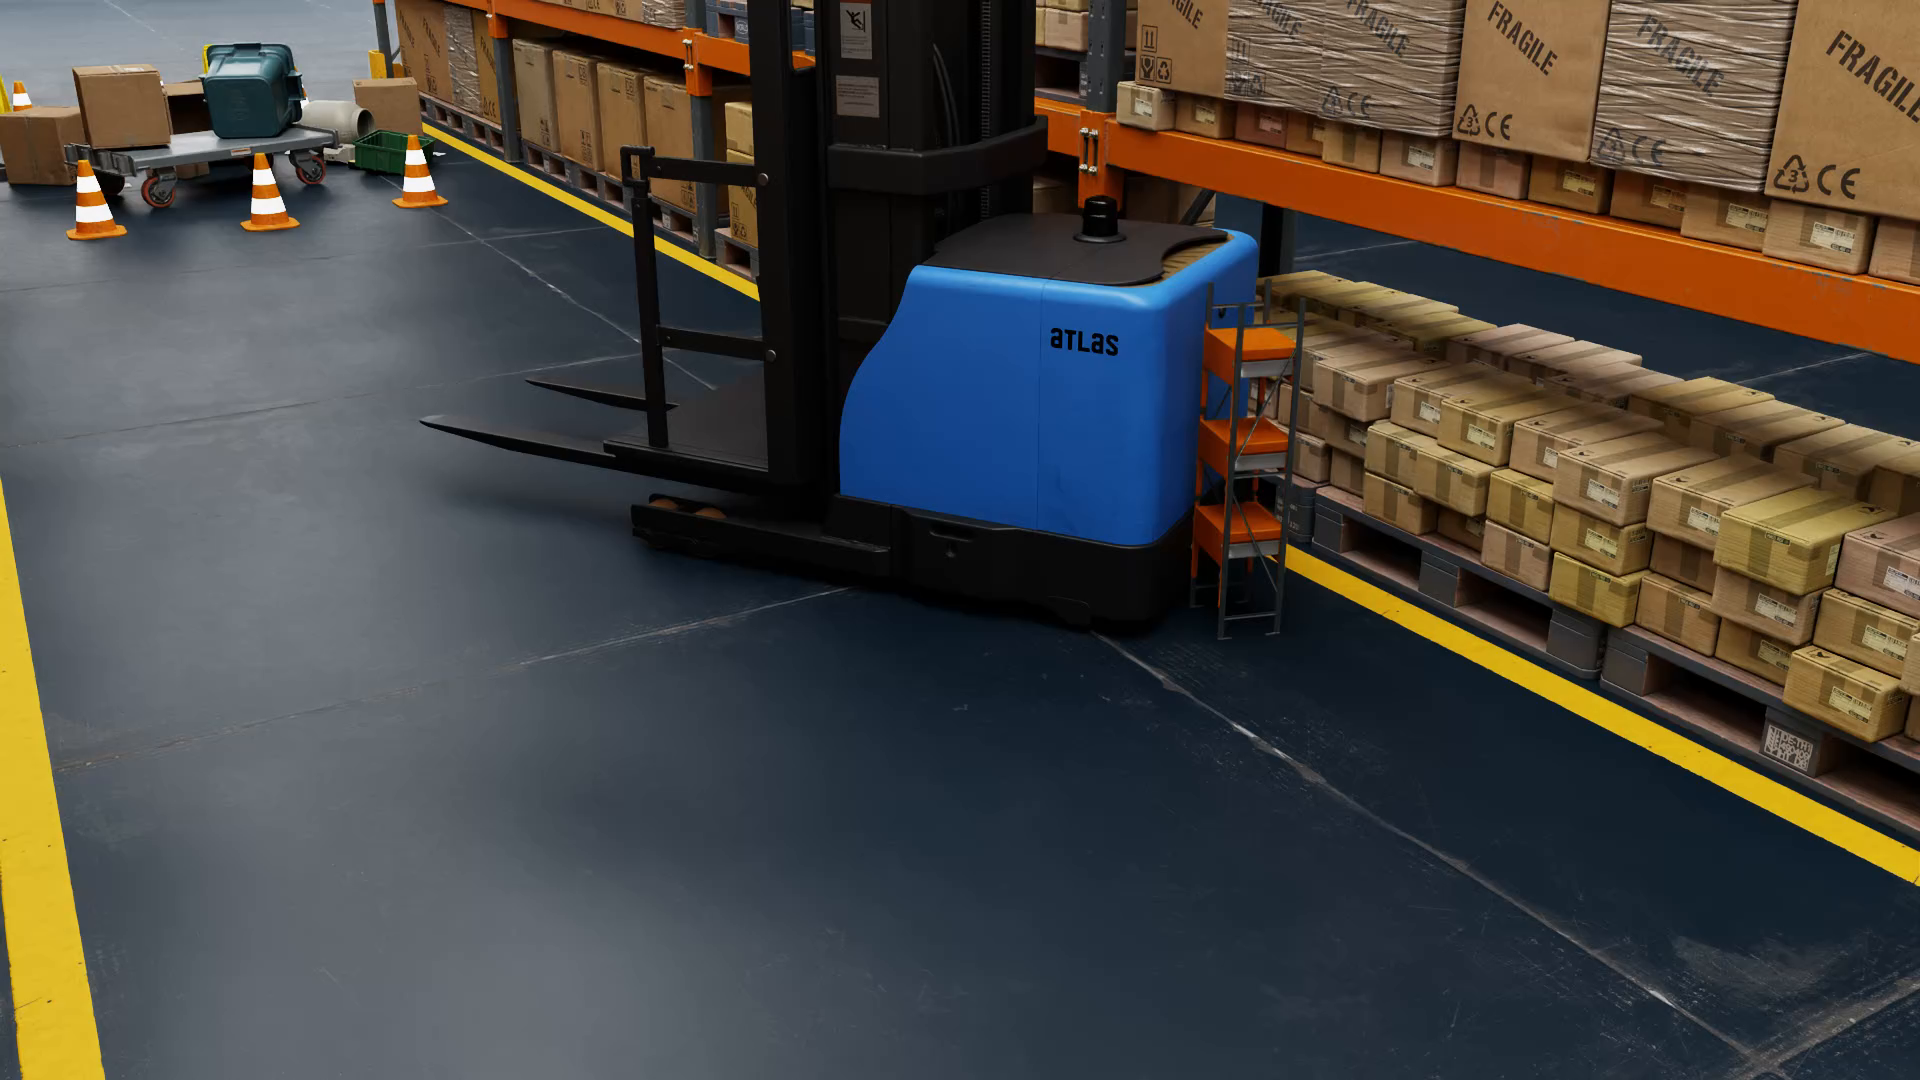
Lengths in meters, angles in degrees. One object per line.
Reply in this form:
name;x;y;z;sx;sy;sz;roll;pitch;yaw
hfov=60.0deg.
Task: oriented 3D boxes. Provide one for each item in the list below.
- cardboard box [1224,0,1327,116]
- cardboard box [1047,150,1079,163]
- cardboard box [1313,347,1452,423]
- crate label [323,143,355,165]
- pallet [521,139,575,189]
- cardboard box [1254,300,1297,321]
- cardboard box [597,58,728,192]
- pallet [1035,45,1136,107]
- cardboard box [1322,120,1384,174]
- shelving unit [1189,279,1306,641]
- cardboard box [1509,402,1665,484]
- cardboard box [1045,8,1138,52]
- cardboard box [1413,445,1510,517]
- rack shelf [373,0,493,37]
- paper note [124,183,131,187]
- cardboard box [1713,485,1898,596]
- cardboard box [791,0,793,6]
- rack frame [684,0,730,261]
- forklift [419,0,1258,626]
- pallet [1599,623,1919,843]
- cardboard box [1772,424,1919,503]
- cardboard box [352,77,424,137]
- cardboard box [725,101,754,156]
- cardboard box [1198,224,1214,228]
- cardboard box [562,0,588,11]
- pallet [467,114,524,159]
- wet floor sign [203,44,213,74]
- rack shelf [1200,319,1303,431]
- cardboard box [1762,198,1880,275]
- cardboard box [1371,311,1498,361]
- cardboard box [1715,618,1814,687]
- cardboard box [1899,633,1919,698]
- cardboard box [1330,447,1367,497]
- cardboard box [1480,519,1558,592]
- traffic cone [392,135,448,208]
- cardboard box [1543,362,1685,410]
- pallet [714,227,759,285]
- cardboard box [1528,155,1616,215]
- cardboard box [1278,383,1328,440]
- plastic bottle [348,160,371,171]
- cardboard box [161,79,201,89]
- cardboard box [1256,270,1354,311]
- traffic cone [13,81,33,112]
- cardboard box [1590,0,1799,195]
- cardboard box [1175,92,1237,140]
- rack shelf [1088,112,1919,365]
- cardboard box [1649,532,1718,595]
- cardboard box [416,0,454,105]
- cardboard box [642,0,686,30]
cardboard box;1.232;-1.691;5.460;0.500;0.500;0.500;-13;25;-28
cardboard box;0.513;-1.720;7.826;0.500;0.250;0.500;-12;25;-27
cardboard box;1.409;-0.521;5.549;0.380;0.149;0.250;-12;25;-27
crate label;-4.868;-3.046;13.124;0.250;0.136;0.298;8;23;18
pallet;-2.691;-2.937;12.757;1.003;0.211;1.213;-13;25;-28
cardboard box;1.025;-0.772;6.165;0.380;0.149;0.250;-11;25;-26
cardboard box;-1.789;-2.818;11.192;1.050;0.750;0.750;-12;25;-27
pallet;0.672;-2.061;7.153;1.003;0.211;1.213;-13;25;-28
cardboard box;1.384;-1.274;5.297;0.380;0.149;0.250;-12;25;-27
shelving unit;0.853;-0.234;4.992;0.215;1.050;0.252;-5;23;-12
cardboard box;1.869;-0.282;4.961;0.380;0.149;0.250;-14;26;-30
cardboard box;0.564;-2.043;6.630;0.380;0.149;0.250;-13;26;-29
cardboard box;1.643;-0.210;5.179;0.380;0.149;0.250;-12;25;-28
rack shelf;-4.171;-4.778;14.539;1.077;0.370;4.000;-13;25;-28
paper note;-6.157;-2.603;12.176;0.148;0.019;0.142;-13;25;-28
cardboard box;2.172;-0.003;4.274;0.380;0.149;0.250;-13;26;-29
cardboard box;-0.776;-2.890;8.713;0.380;0.149;0.250;-11;25;-26
rack frame;-1.106;-3.169;9.625;1.000;3.000;0.127;-13;25;-28
forklift;-0.562;-1.464;5.520;3.031;2.935;1.130;11;24;24
pallet;2.557;0.418;4.503;1.003;0.211;1.213;-13;25;-28
cardboard box;2.544;-0.201;4.760;0.380;0.149;0.250;-14;26;-31
cardboard box;-4.825;-3.612;14.031;0.500;0.500;0.500;-8;23;-19
cardboard box;-0.962;-2.283;9.212;0.500;0.250;0.500;-14;26;-31
cardboard box;0.788;-1.201;7.545;0.500;0.500;0.500;-12;25;-26
cardboard box;-2.341;-3.798;11.040;0.500;0.500;0.500;-12;25;-27
pallet;-3.471;-3.433;13.978;1.003;0.211;1.213;-13;25;-28
wet floor sign;-6.910;-4.297;15.526;0.267;0.644;0.232;-18;28;-37
rack shelf;0.853;-0.487;4.889;0.215;0.259;0.240;-5;23;-12
cardboard box;2.185;-0.758;4.027;0.380;0.149;0.250;-12;25;-27
cardboard box;1.706;-0.705;6.002;0.380;0.149;0.250;-12;25;-27
cardboard box;2.253;0.251;4.440;0.380;0.149;0.250;-13;25;-28
cardboard box;2.465;0.293;3.941;0.380;0.149;0.250;-13;26;-30
cardboard box;1.495;-0.259;5.693;0.380;0.149;0.250;-14;26;-30
cardboard box;1.809;0.010;5.031;0.380;0.149;0.250;-12;25;-27
traffic cone;-3.763;-2.564;11.506;0.336;0.463;0.334;-13;25;-28
cardboard box;2.105;-0.449;5.371;0.380;0.149;0.250;-13;25;-28
pallet;-0.708;-1.624;9.527;1.003;0.211;1.213;-13;25;-28
cardboard box;1.839;-1.031;4.698;0.380;0.149;0.250;-12;25;-27
cardboard box;1.344;-0.483;5.848;0.380;0.149;0.250;-14;26;-31
plastic bottle;-4.588;-2.902;12.870;0.283;0.061;0.133;12;25;27
cardboard box;-6.323;-3.536;13.843;0.637;0.503;0.797;8;23;18
cardboard box;1.343;-0.959;6.625;0.380;0.149;0.250;-12;25;-27
traffic cone;-8.068;-3.708;14.319;0.336;0.463;0.334;-13;25;-28
cardboard box;2.004;-1.190;4.227;0.500;0.500;0.500;-13;25;-28
cardboard box;0.996;-1.534;5.935;0.380;0.149;0.250;-12;25;-27
rack shelf;1.959;-0.894;4.982;1.077;0.370;4.000;-13;25;-28
cardboard box;2.150;0.018;4.616;0.380;0.149;0.250;-13;25;-29
cardboard box;-4.338;-4.478;15.109;0.875;0.875;0.875;-13;26;-29
cardboard box;-1.567;-3.310;9.838;0.500;0.500;0.500;-13;25;-28
